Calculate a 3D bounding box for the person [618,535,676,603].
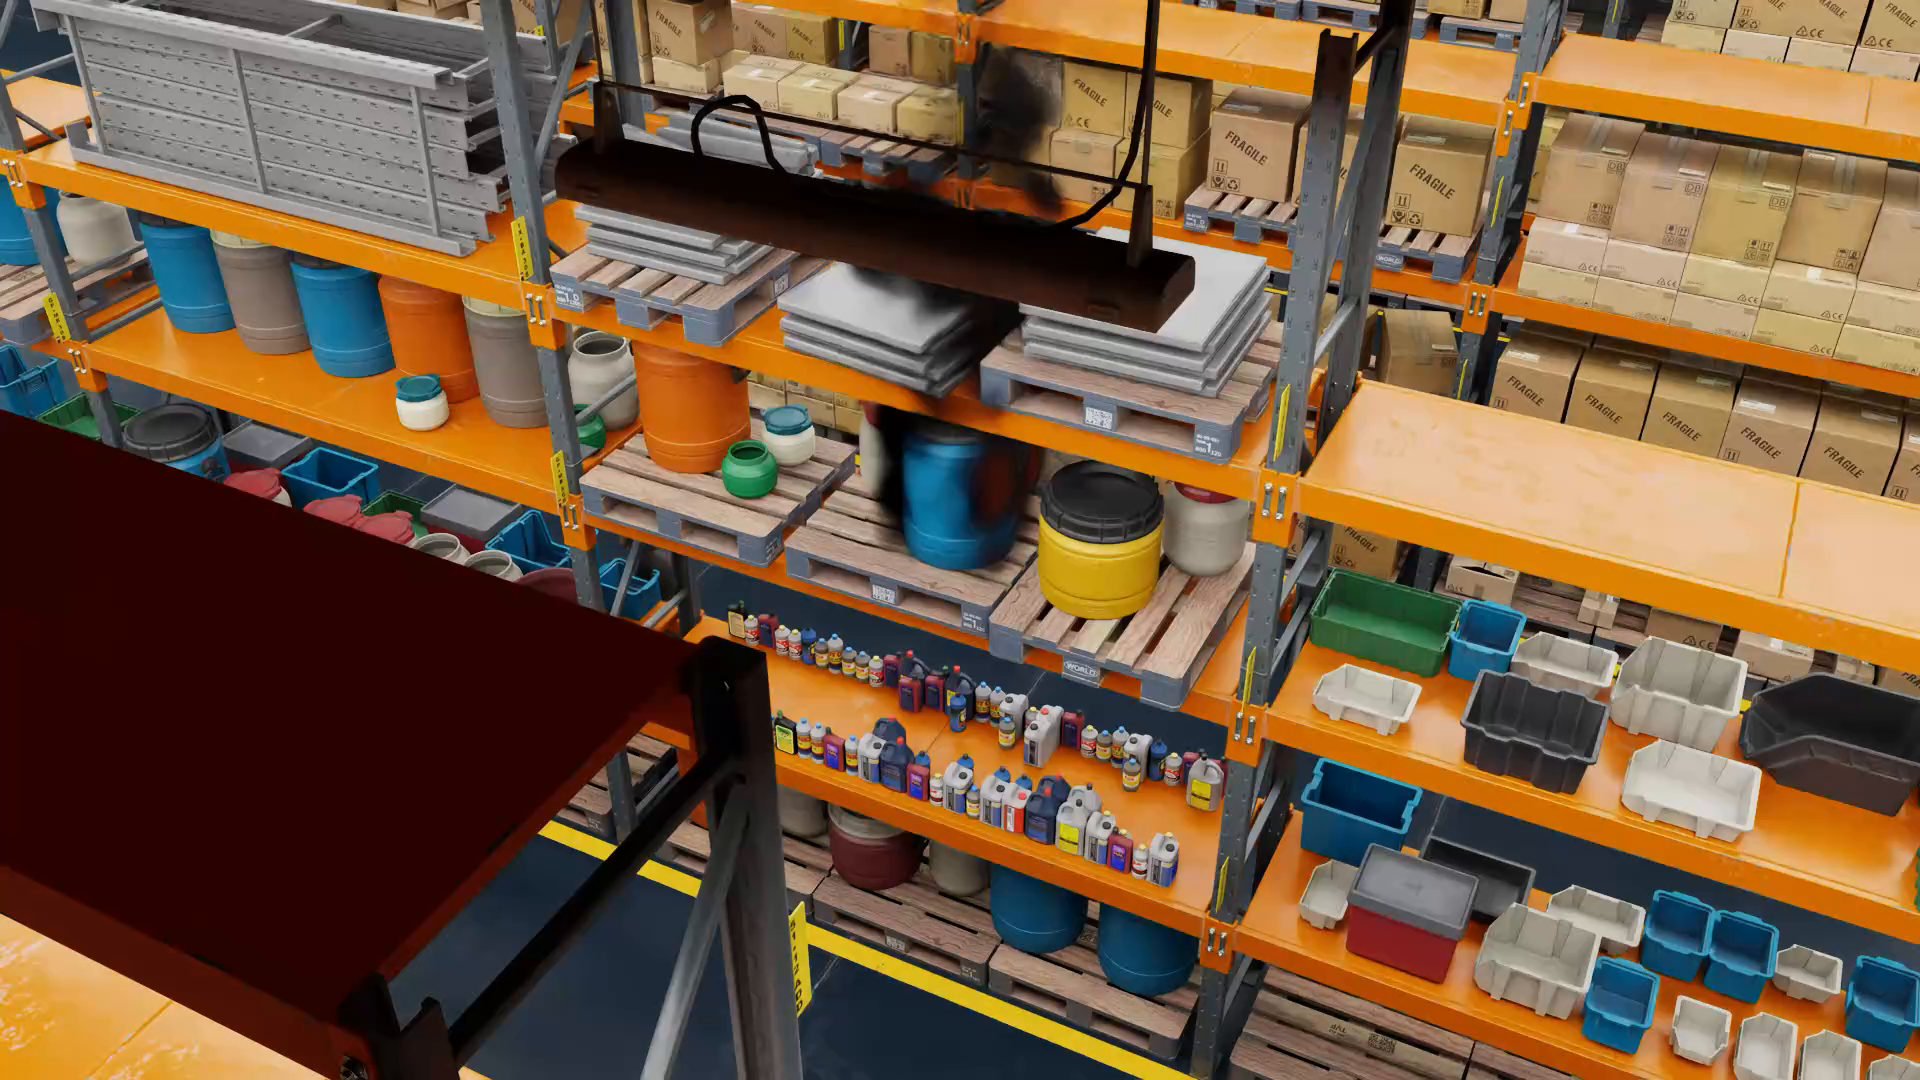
[{"bbox_3d":[-2.173,0.154,12.241,0.832,1.698,0.599,18,39,23],"label":"person"}]
